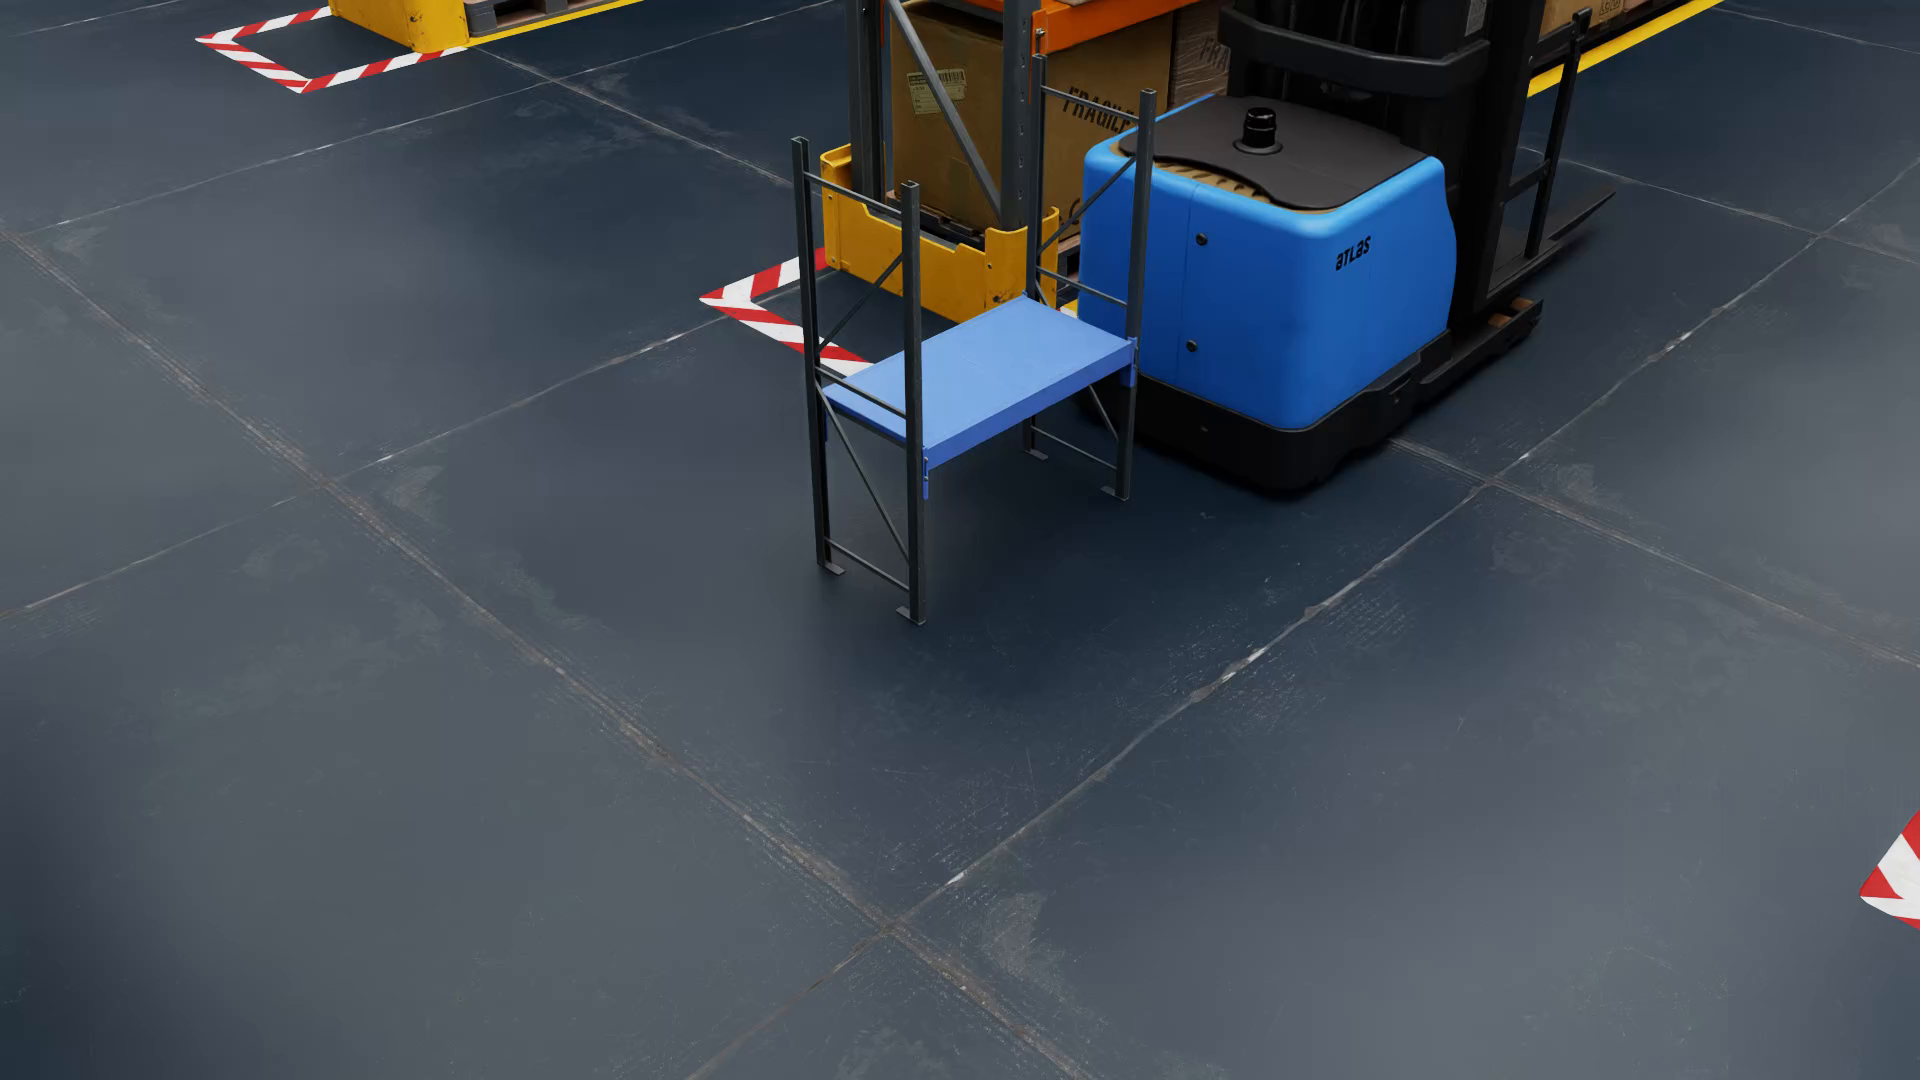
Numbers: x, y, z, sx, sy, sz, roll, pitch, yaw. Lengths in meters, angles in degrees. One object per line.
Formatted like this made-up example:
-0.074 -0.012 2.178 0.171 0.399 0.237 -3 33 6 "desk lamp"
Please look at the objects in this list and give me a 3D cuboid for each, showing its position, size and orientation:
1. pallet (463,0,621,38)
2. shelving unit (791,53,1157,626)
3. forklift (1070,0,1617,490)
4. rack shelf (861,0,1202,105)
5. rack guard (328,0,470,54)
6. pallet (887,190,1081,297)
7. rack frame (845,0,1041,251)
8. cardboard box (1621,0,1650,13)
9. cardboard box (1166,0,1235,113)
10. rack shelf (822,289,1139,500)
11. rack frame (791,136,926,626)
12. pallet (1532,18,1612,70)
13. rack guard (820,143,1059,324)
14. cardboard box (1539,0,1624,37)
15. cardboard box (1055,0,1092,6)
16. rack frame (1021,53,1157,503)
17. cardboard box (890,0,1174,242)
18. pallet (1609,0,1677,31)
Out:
-2.883 -3.585 10.706 1.003 0.211 1.213 30 45 35 "pallet"
0.060 -0.650 5.371 0.538 1.500 1.048 30 45 35 "shelving unit"
1.782 -2.139 6.255 1.130 2.935 3.031 27 43 33 "forklift"
1.323 -2.859 7.857 1.077 0.370 4.000 30 45 35 "rack shelf"
-3.481 -3.388 10.171 1.175 0.500 0.348 30 45 35 "rack guard"
0.422 -1.555 7.795 1.003 0.211 1.213 30 45 35 "pallet"
-0.086 -2.343 6.487 1.000 3.000 0.127 30 45 35 "rack frame"
3.798 -3.898 10.207 1.225 0.875 0.875 28 44 34 "cardboard box"
0.950 -2.305 7.923 0.875 0.875 0.875 30 45 35 "cardboard box"
0.060 -0.502 5.474 0.538 0.185 1.000 30 45 35 "rack shelf"
-0.298 -0.443 5.075 0.500 1.500 0.032 30 45 35 "rack frame"
3.223 -3.166 10.105 1.003 0.211 1.213 30 45 35 "pallet"
-0.103 -1.307 7.188 1.175 0.500 0.348 30 45 35 "rack guard"
3.169 -3.535 9.687 1.225 0.875 0.875 30 45 35 "cardboard box"
0.399 -2.251 6.574 0.250 0.149 0.380 -29 44 -35 "cardboard box"
0.418 -0.856 5.667 0.500 1.500 0.032 30 45 35 "rack frame"
0.308 -1.935 7.393 0.875 0.875 0.875 30 45 35 "cardboard box"
4.082 -3.664 10.819 1.003 0.211 1.213 30 45 35 "pallet"
